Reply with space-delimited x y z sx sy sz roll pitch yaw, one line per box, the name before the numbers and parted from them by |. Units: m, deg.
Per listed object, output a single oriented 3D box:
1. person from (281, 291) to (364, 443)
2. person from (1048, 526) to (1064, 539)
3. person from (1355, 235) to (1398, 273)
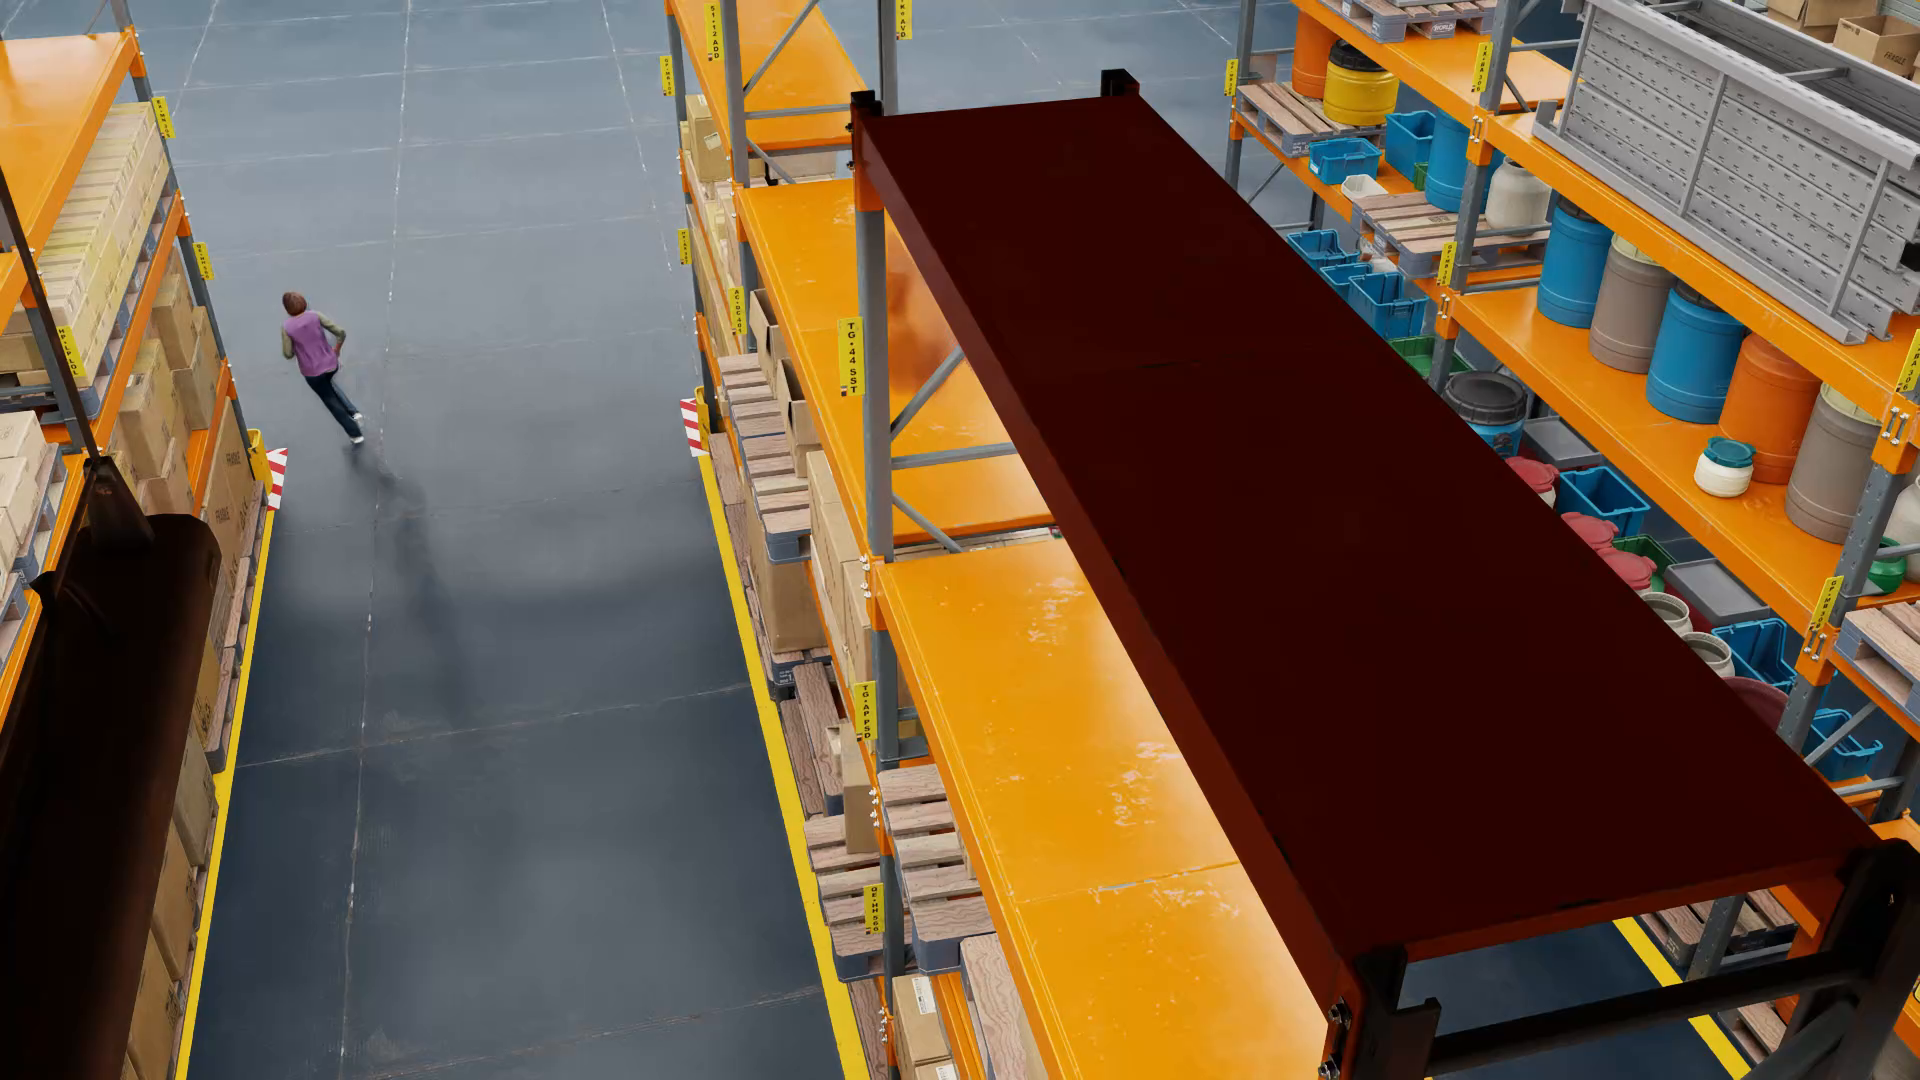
person | -5.792 -1.562 14.999 0.553 1.559 0.542 27 43 34
person | 0.727 -0.150 12.731 0.641 1.775 0.690 -17 38 -23
person | 4.197 -2.703 16.630 0.614 1.608 0.526 -27 43 -34
